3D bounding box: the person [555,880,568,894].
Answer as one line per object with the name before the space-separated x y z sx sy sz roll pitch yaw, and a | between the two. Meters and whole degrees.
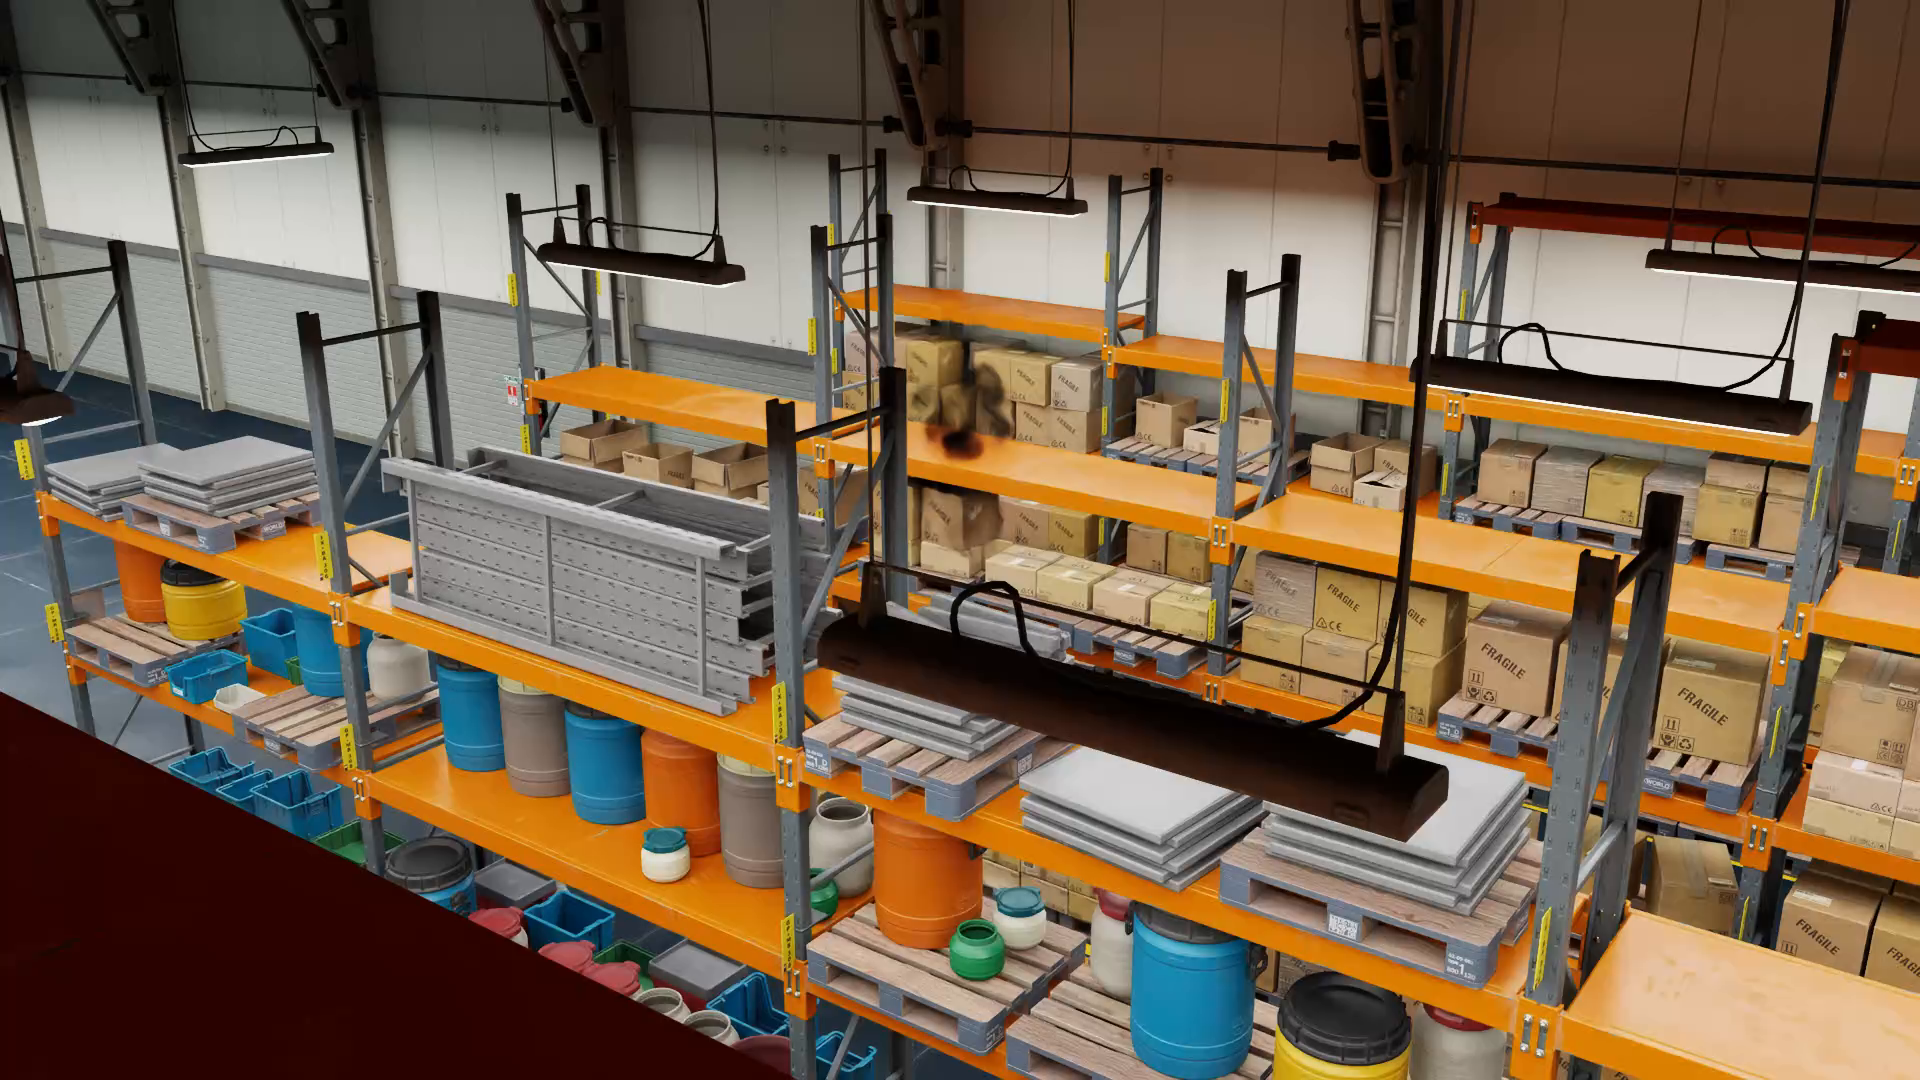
person | -3.690 2.652 14.551 0.638 1.712 0.594 9 21 26
